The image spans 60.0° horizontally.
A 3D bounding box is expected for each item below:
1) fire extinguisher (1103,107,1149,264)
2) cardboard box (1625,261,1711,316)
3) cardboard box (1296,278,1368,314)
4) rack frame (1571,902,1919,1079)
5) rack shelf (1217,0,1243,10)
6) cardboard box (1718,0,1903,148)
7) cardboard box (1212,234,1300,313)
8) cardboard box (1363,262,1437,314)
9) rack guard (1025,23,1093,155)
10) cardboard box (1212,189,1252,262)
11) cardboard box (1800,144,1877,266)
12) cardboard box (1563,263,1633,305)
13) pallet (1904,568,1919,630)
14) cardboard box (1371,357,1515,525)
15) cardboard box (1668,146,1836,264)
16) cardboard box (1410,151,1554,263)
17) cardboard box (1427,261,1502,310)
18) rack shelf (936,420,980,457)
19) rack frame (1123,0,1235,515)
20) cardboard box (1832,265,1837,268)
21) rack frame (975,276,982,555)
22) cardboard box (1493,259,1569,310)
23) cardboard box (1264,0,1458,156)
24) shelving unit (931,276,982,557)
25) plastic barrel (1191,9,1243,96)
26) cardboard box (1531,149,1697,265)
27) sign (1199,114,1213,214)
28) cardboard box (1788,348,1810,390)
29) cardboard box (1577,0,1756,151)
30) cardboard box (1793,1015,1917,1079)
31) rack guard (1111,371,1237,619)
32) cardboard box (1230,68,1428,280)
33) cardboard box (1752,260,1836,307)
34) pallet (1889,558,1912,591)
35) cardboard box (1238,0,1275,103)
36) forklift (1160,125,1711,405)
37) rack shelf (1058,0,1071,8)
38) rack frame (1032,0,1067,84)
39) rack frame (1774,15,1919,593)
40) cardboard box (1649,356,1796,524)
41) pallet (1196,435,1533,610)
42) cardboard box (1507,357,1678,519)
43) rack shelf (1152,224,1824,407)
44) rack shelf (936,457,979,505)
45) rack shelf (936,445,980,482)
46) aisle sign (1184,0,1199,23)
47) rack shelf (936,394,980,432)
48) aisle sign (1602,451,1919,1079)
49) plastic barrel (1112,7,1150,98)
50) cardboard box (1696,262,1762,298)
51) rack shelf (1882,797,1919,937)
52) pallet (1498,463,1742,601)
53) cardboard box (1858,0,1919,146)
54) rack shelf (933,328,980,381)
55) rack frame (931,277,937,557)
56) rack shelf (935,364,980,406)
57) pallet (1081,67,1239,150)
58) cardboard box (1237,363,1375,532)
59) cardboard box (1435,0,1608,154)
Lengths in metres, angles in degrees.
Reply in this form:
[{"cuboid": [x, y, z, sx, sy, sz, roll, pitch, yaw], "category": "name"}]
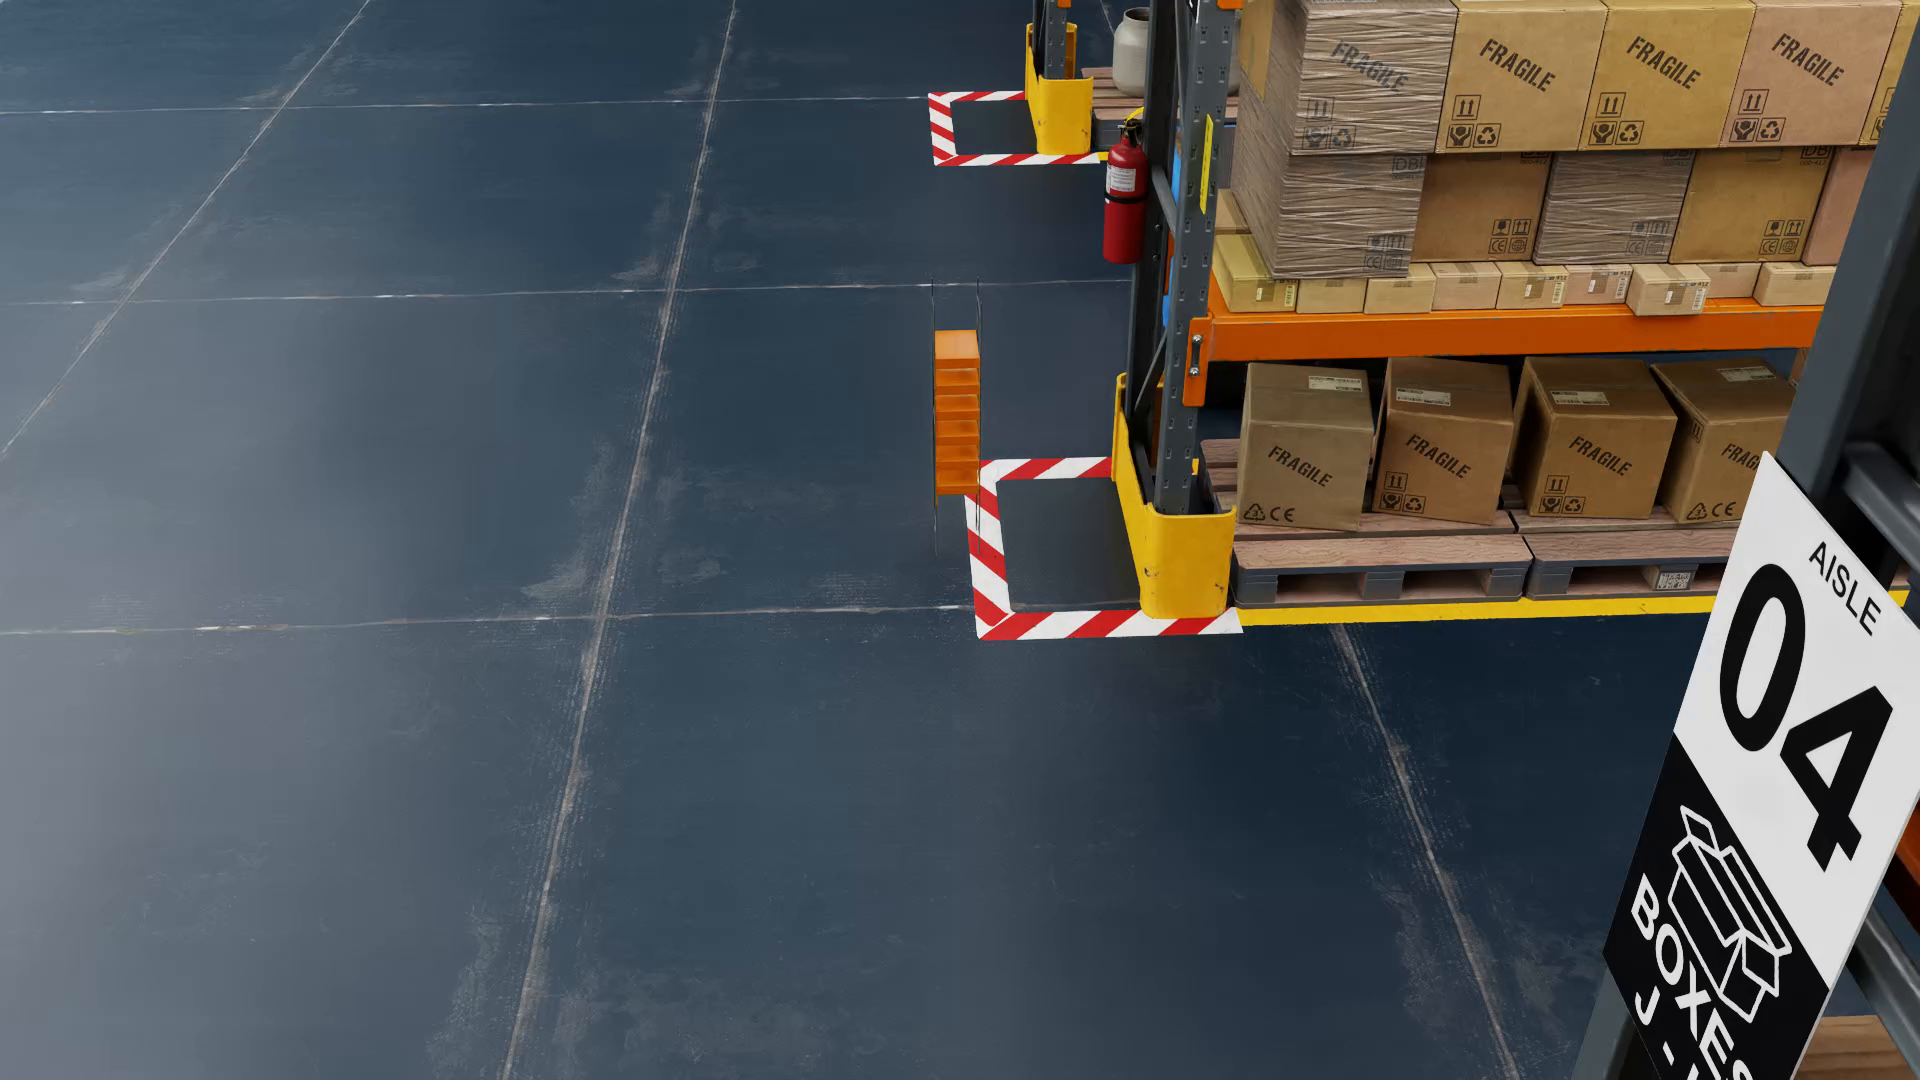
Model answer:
[{"cuboid": [0.684, -1.471, 6.807, 0.183, 0.674, 0.296, -2, 35, -2], "category": "fire extinguisher"}, {"cuboid": [2.619, -0.998, 6.277, 0.250, 0.149, 0.380, -2, 35, -2], "category": "cardboard box"}, {"cuboid": [1.367, -1.008, 6.292, 0.250, 0.149, 0.380, -2, 35, -2], "category": "cardboard box"}, {"cuboid": [0.954, 1.579, 2.333, 0.127, 3.000, 1.000, -2, 35, -2], "category": "rack frame"}, {"cuboid": [2.818, -2.235, 5.840, 4.000, 0.370, 1.077, -2, 35, -2], "category": "rack shelf"}, {"cuboid": [2.881, -1.719, 5.870, 0.500, 0.500, 0.500, -2, 35, -2], "category": "cardboard box"}, {"cuboid": [1.116, -1.012, 6.298, 0.250, 0.149, 0.380, -2, 35, -2], "category": "cardboard box"}, {"cuboid": [1.617, -1.007, 6.289, 0.250, 0.149, 0.380, -2, 35, -2], "category": "cardboard box"}, {"cuboid": [0.659, -3.060, 11.232, 0.348, 0.500, 1.175, -2, 35, -2], "category": "rack guard"}, {"cuboid": [1.095, -1.265, 6.663, 0.250, 0.149, 0.380, -2, 35, -2], "category": "cardboard box"}, {"cuboid": [3.367, -1.474, 6.394, 0.500, 0.500, 0.875, -2, 35, -2], "category": "cardboard box"}, {"cuboid": [2.364, -1.050, 6.352, 0.250, 0.149, 0.380, -2, 35, -2], "category": "cardboard box"}, {"cuboid": [1.694, 0.356, 1.542, 1.213, 0.211, 1.003, -2, 35, -2], "category": "pallet"}, {"cuboid": [2.040, -0.431, 7.065, 0.500, 0.500, 0.500, 7, 35, 10], "category": "cardboard box"}, {"cuboid": [2.866, -1.484, 6.409, 0.500, 0.500, 0.875, -2, 35, -2], "category": "cardboard box"}, {"cuboid": [1.865, -1.488, 6.415, 0.500, 0.500, 0.875, -2, 35, -2], "category": "cardboard box"}, {"cuboid": [1.866, -1.025, 6.316, 0.250, 0.149, 0.380, -2, 35, -2], "category": "cardboard box"}, {"cuboid": [-0.015, -0.456, 6.933, 0.180, 0.103, 0.258, -2, 35, -2], "category": "rack shelf"}, {"cuboid": [0.820, -1.244, 6.411, 0.127, 3.000, 1.000, -2, 35, -2], "category": "rack frame"}, {"cuboid": [3.364, -1.070, 6.381, 0.250, 0.149, 0.380, -2, 35, -2], "category": "cardboard box"}, {"cuboid": [0.077, -0.496, 6.911, 0.006, 1.200, 0.240, -2, 35, -2], "category": "rack frame"}, {"cuboid": [2.116, -1.028, 6.320, 0.250, 0.149, 0.380, -2, 35, -2], "category": "cardboard box"}, {"cuboid": [1.382, -1.678, 5.811, 0.500, 0.500, 0.500, -2, 35, -2], "category": "cardboard box"}, {"cuboid": [-0.015, -0.493, 6.908, 0.189, 1.200, 0.258, -2, 35, -2], "category": "shelving unit"}, {"cuboid": [1.740, -3.283, 11.176, 0.421, 0.512, 0.421, 0, 35, 0], "category": "plastic barrel"}, {"cuboid": [2.366, -1.477, 6.399, 0.500, 0.500, 0.875, -2, 35, -2], "category": "cardboard box"}, {"cuboid": [0.846, -1.291, 5.719, 0.005, 0.325, 0.100, -2, 35, -2], "category": "sign"}, {"cuboid": [3.842, -0.488, 7.147, 0.500, 0.500, 0.500, 9, 36, 13], "category": "cardboard box"}, {"cuboid": [2.382, -1.702, 5.845, 0.500, 0.500, 0.500, -2, 35, -2], "category": "cardboard box"}, {"cuboid": [1.326, 1.085, 1.966, 0.550, 0.550, 0.875, -2, 35, -2], "category": "cardboard box"}, {"cuboid": [0.896, -0.218, 7.125, 0.348, 0.500, 1.175, -2, 35, -2], "category": "rack guard"}, {"cuboid": [1.371, -1.406, 6.297, 0.500, 0.500, 0.875, -2, 35, -2], "category": "cardboard box"}, {"cuboid": [3.116, -1.043, 6.342, 0.250, 0.149, 0.380, -2, 35, -2], "category": "cardboard box"}, {"cuboid": [4.146, -0.167, 7.305, 1.213, 0.211, 1.003, -2, 35, -2], "category": "pallet"}, {"cuboid": [1.358, -1.973, 6.238, 0.500, 0.500, 0.500, -2, 35, -2], "category": "cardboard box"}, {"cuboid": [2.503, -2.167, 7.806, 3.031, 2.935, 1.130, -1, 35, -2], "category": "forklift"}, {"cuboid": [2.583, -3.817, 10.762, 4.000, 0.370, 1.077, -2, 35, -2], "category": "rack shelf"}, {"cuboid": [0.586, -4.059, 10.479, 0.127, 3.000, 1.000, -2, 35, -2], "category": "rack frame"}, {"cuboid": [0.954, -0.888, 0.626, 0.127, 3.000, 1.000, -2, 35, -2], "category": "rack frame"}, {"cuboid": [3.226, -0.427, 7.059, 0.500, 0.500, 0.500, -4, 35, -6], "category": "cardboard box"}, {"cuboid": [1.709, -0.101, 7.210, 1.213, 0.211, 1.003, -2, 35, -2], "category": "pallet"}, {"cuboid": [2.666, -0.437, 7.074, 0.500, 0.500, 0.500, 2, 35, 2], "category": "cardboard box"}, {"cuboid": [2.818, -1.002, 6.694, 4.000, 0.370, 1.077, -2, 35, -2], "category": "rack shelf"}, {"cuboid": [-0.015, -0.259, 7.070, 0.180, 0.103, 0.258, -2, 35, -2], "category": "rack shelf"}, {"cuboid": [-0.015, -0.358, 7.002, 0.180, 0.103, 0.258, -2, 35, -2], "category": "rack shelf"}, {"cuboid": [0.772, -2.140, 5.422, 0.004, 0.787, 0.394, -2, 35, -2], "category": "aisle sign"}, {"cuboid": [-0.015, -0.555, 6.865, 0.180, 0.103, 0.258, -2, 35, -2], "category": "rack shelf"}, {"cuboid": [0.869, 0.341, 1.837, 0.004, 0.787, 0.394, -2, 35, -2], "category": "aisle sign"}, {"cuboid": [1.239, -3.270, 11.156, 0.421, 0.512, 0.421, 0, 35, 0], "category": "plastic barrel"}, {"cuboid": [2.862, -1.080, 6.395, 0.250, 0.149, 0.380, -2, 35, -2], "category": "cardboard box"}, {"cuboid": [2.952, 0.587, 1.762, 4.000, 0.370, 1.077, -2, 35, -2], "category": "rack shelf"}, {"cuboid": [2.925, -0.132, 7.255, 1.213, 0.211, 1.003, -2, 35, -2], "category": "pallet"}, {"cuboid": [3.380, -1.730, 5.886, 0.500, 0.500, 0.500, -2, 35, -2], "category": "cardboard box"}, {"cuboid": [-0.015, -0.752, 6.728, 0.180, 0.103, 0.258, -2, 35, -2], "category": "rack shelf"}, {"cuboid": [-0.106, -0.491, 6.904, 0.006, 1.200, 0.240, -2, 35, -2], "category": "rack frame"}, {"cuboid": [-0.015, -0.654, 6.797, 0.180, 0.103, 0.258, -2, 35, -2], "category": "rack shelf"}, {"cuboid": [1.471, -2.960, 11.342, 1.213, 0.211, 1.003, -2, 35, -2], "category": "pallet"}, {"cuboid": [1.445, -0.396, 7.013, 0.500, 0.500, 0.500, 5, 35, 7], "category": "cardboard box"}, {"cuboid": [1.882, -1.688, 5.825, 0.500, 0.500, 0.500, -2, 35, -2], "category": "cardboard box"}]
